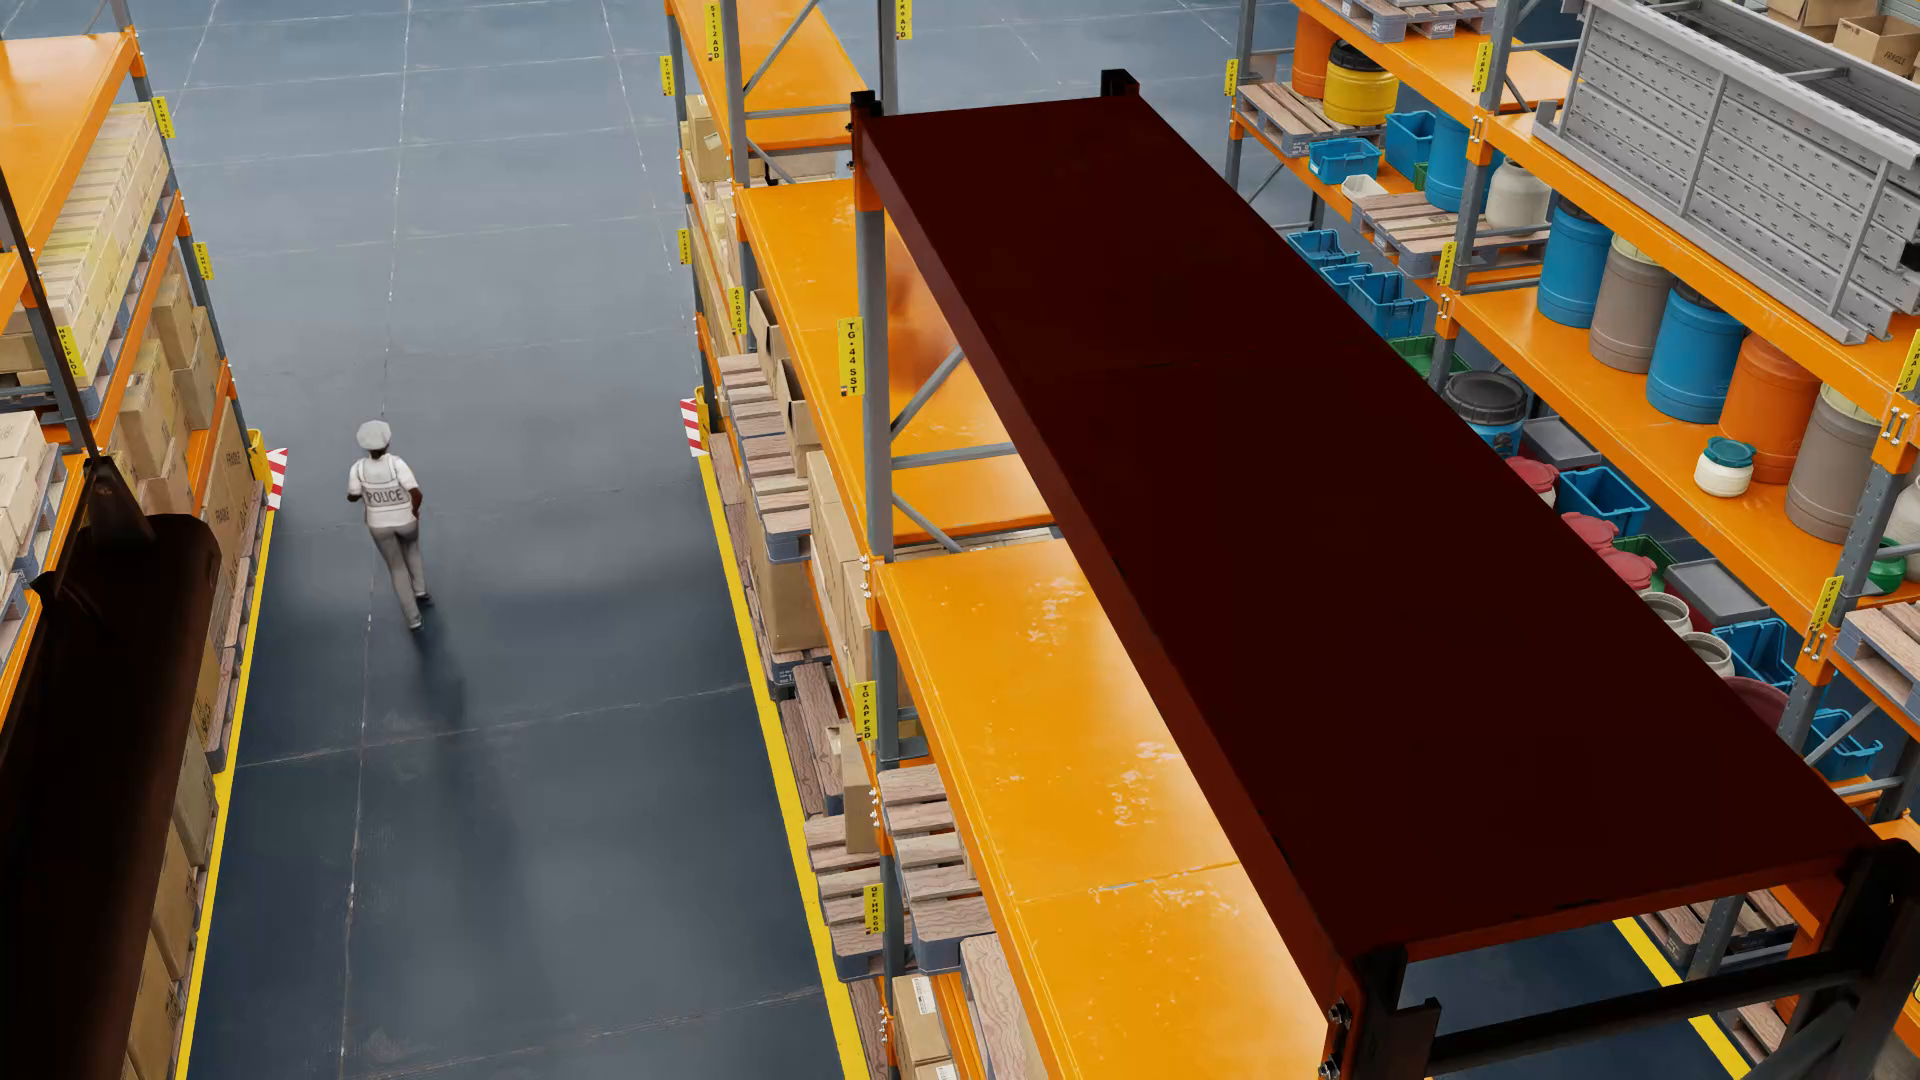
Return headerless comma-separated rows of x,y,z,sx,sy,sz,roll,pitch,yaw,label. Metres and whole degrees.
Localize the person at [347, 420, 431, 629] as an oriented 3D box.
-4.364,-0.101,12.778,0.546,1.766,0.736,-12,36,-16,person
